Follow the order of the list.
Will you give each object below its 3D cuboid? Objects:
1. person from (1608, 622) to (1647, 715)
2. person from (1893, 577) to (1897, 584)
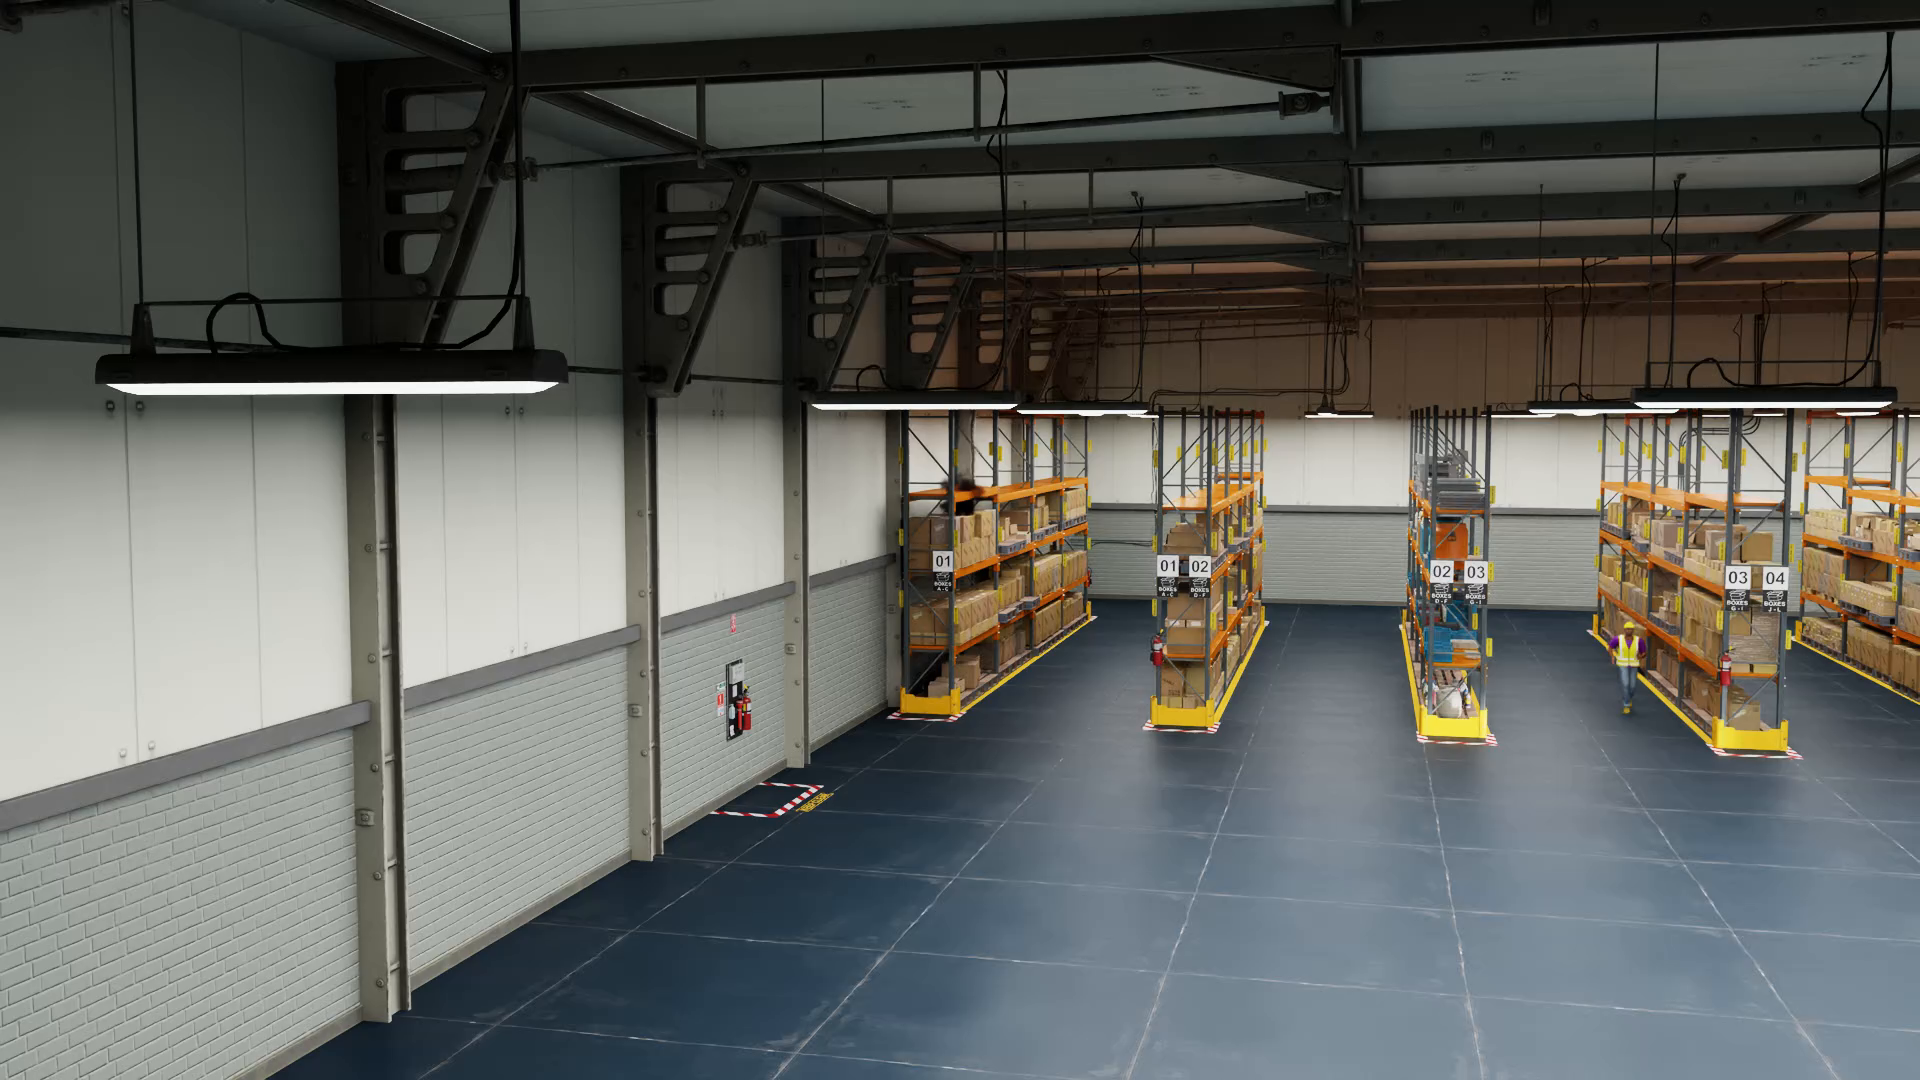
[{"bbox_3d":[13.136,2.490,32.712,0.698,1.774,0.853,1,4,14],"label":"person"},{"bbox_3d":[23.632,1.839,41.964,0.679,1.823,0.818,0,4,7],"label":"person"}]
